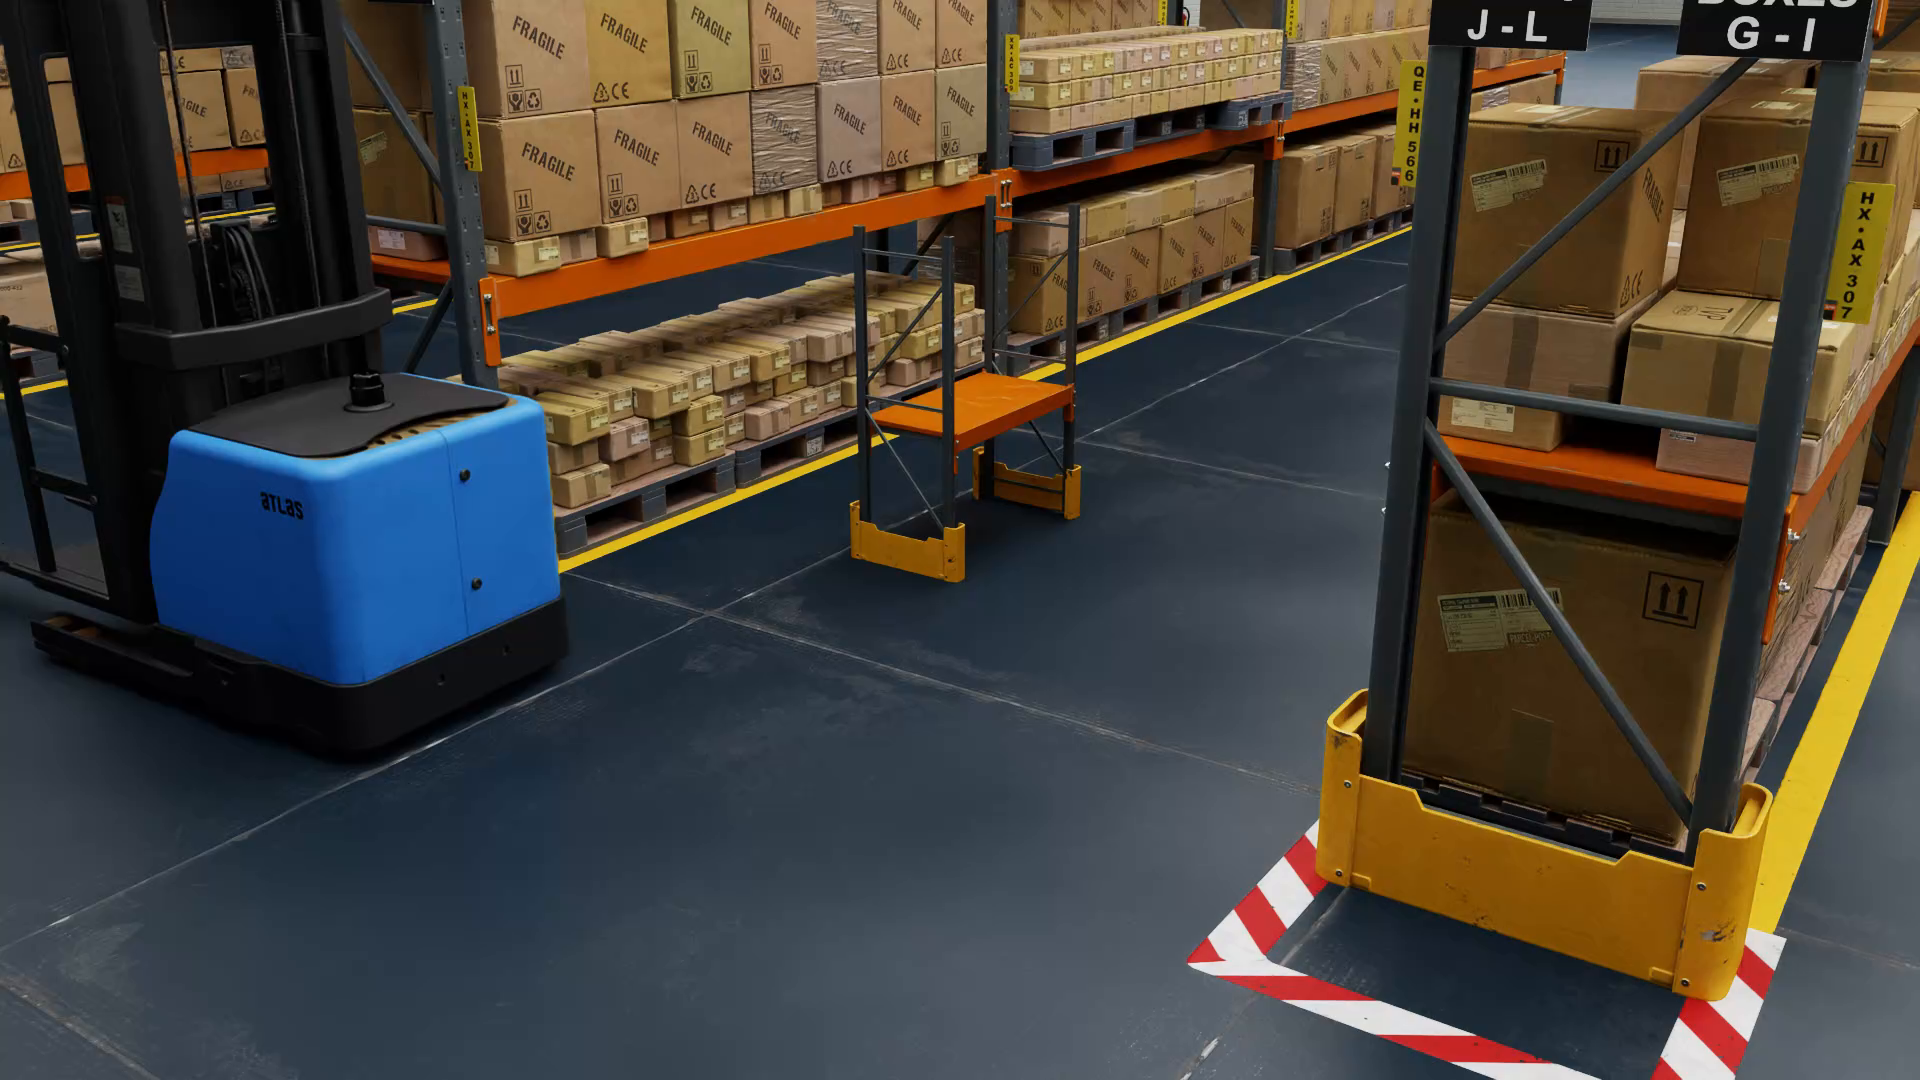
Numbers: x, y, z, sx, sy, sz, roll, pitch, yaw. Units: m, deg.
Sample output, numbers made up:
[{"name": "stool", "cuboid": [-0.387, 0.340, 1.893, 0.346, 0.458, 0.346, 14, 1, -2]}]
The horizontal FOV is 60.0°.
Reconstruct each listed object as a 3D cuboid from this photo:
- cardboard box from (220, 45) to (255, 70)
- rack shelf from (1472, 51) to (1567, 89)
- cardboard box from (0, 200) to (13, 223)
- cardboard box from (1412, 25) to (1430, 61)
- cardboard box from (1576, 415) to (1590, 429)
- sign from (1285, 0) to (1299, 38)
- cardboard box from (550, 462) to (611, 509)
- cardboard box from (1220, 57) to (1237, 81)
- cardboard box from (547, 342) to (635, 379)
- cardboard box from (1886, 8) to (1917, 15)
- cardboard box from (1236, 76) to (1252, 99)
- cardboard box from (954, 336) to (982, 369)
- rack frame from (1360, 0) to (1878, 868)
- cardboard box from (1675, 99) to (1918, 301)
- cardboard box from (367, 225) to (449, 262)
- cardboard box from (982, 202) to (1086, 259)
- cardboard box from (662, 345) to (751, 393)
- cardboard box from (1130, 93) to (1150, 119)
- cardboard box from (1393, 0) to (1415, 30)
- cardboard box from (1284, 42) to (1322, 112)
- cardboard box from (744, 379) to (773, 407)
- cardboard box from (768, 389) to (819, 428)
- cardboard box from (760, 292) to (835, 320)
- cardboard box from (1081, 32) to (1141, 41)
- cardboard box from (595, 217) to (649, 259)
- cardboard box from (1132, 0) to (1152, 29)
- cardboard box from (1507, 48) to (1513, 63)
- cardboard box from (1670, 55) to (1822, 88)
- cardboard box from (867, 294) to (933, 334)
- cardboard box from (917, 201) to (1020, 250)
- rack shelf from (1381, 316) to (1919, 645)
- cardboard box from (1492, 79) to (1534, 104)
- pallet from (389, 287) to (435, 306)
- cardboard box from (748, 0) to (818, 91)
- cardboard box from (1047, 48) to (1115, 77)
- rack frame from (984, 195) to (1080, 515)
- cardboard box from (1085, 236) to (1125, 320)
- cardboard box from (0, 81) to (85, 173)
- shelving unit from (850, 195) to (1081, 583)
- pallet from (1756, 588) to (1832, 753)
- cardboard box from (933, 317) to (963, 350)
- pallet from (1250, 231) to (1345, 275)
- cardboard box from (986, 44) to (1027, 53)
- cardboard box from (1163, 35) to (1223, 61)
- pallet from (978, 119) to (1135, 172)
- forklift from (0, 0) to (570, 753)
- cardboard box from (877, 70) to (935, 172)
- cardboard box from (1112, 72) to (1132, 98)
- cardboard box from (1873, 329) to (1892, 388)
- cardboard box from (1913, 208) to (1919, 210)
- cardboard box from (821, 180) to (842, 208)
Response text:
[{"name": "cardboard box", "cuboid": [-4.909, -3.451, 11.187, 0.500, 0.500, 0.500, 14, 24, 33]}, {"name": "rack shelf", "cuboid": [5.470, -5.012, 18.028, 1.077, 0.370, 4.000, 13, 24, 32]}, {"name": "cardboard box", "cuboid": [-8.680, -2.979, 14.830, 0.396, 0.266, 0.258, 14, 25, 34]}, {"name": "cardboard box", "cuboid": [4.274, -4.621, 15.789, 0.500, 0.500, 0.500, 13, 24, 32]}, {"name": "cardboard box", "cuboid": [1.718, -0.460, 5.046, 0.380, 0.149, 0.250, 14, 24, 32]}, {"name": "sign", "cuboid": [2.551, -4.031, 12.783, 0.100, 0.325, 0.005, 13, 24, 32]}, {"name": "cardboard box", "cuboid": [-1.840, -0.280, 7.703, 0.380, 0.149, 0.250, 14, 24, 33]}, {"name": "cardboard box", "cuboid": [1.761, -3.392, 11.938, 0.380, 0.149, 0.250, 13, 24, 32]}, {"name": "cardboard box", "cuboid": [-1.885, -0.895, 8.507, 0.380, 0.149, 0.250, 12, 24, 30]}, {"name": "cardboard box", "cuboid": [4.642, -2.381, 8.288, 0.797, 0.503, 0.637, 14, 24, 32]}, {"name": "cardboard box", "cuboid": [1.915, -3.331, 12.204, 0.380, 0.149, 0.250, 14, 24, 33]}, {"name": "cardboard box", "cuboid": [-0.090, -1.161, 10.085, 0.380, 0.149, 0.250, 14, 24, 32]}, {"name": "rack frame", "cuboid": [1.645, -0.336, 4.351, 1.000, 3.000, 0.127, 13, 24, 32]}, {"name": "cardboard box", "cuboid": [2.420, -0.986, 4.813, 0.500, 0.500, 0.500, 13, 24, 31]}, {"name": "cardboard box", "cuboid": [-2.450, -1.363, 7.490, 0.380, 0.149, 0.250, 13, 24, 32]}, {"name": "cardboard box", "cuboid": [0.483, -2.017, 10.811, 0.500, 0.250, 0.500, 12, 23, 29]}, {"name": "cardboard box", "cuboid": [-1.287, -0.871, 8.441, 0.380, 0.149, 0.250, 14, 25, 34]}, {"name": "cardboard box", "cuboid": [1.030, -2.879, 10.982, 0.380, 0.149, 0.250, 12, 23, 29]}, {"name": "cardboard box", "cuboid": [3.784, -5.000, 15.373, 0.700, 0.500, 0.500, 13, 24, 31]}, {"name": "cardboard box", "cuboid": [2.573, -3.751, 13.438, 0.500, 0.500, 0.500, 14, 24, 32]}, {"name": "cardboard box", "cuboid": [-1.205, -0.820, 8.734, 0.380, 0.149, 0.250, 15, 25, 35]}, {"name": "cardboard box", "cuboid": [-0.982, -0.727, 8.910, 0.380, 0.149, 0.250, 13, 24, 32]}, {"name": "cardboard box", "cuboid": [-0.949, -1.332, 9.688, 0.380, 0.149, 0.250, 13, 24, 30]}, {"name": "cardboard box", "cuboid": [1.087, -3.590, 12.047, 0.380, 0.149, 0.250, 15, 25, 34]}, {"name": "cardboard box", "cuboid": [-1.642, -1.392, 7.566, 0.380, 0.149, 0.250, 12, 24, 30]}, {"name": "cardboard box", "cuboid": [2.081, -6.694, 20.965, 0.500, 0.500, 0.500, 13, 24, 32]}, {"name": "cardboard box", "cuboid": [5.450, -5.420, 17.878, 0.875, 0.550, 0.500, 13, 24, 32]}, {"name": "cardboard box", "cuboid": [3.130, -1.678, 6.683, 0.500, 0.500, 0.500, 13, 24, 32]}, {"name": "cardboard box", "cuboid": [-0.381, -1.313, 9.636, 0.380, 0.149, 0.250, 13, 24, 31]}, {"name": "cardboard box", "cuboid": [0.058, -2.120, 11.088, 0.500, 0.250, 0.500, 13, 24, 30]}, {"name": "rack shelf", "cuboid": [2.770, -0.573, 6.027, 1.077, 0.370, 4.000, 13, 24, 32]}, {"name": "cardboard box", "cuboid": [5.775, -4.664, 18.506, 0.875, 0.875, 0.875, 13, 24, 31]}, {"name": "pallet", "cuboid": [-4.794, -1.906, 12.613, 1.003, 0.211, 1.213, 13, 24, 32]}, {"name": "cardboard box", "cuboid": [-1.055, -2.503, 8.193, 0.500, 0.500, 0.500, 12, 24, 30]}, {"name": "cardboard box", "cuboid": [0.749, -3.016, 10.494, 0.380, 0.149, 0.250, 14, 24, 32]}, {"name": "rack frame", "cuboid": [0.334, -0.874, 7.965, 0.500, 1.500, 0.032, 13, 24, 32]}, {"name": "cardboard box", "cuboid": [0.780, -1.817, 11.352, 0.500, 0.500, 0.500, 15, 25, 34]}, {"name": "cardboard box", "cuboid": [-5.782, -2.548, 10.186, 0.500, 0.500, 0.500, 13, 24, 31]}, {"name": "shelving unit", "cuboid": [0.043, -0.725, 7.564, 0.587, 1.500, 1.083, 13, 24, 32]}, {"name": "pallet", "cuboid": [2.717, 0.378, 6.438, 1.003, 0.211, 1.213, 13, 24, 32]}, {"name": "cardboard box", "cuboid": [-0.207, -1.247, 9.888, 0.380, 0.149, 0.250, 12, 23, 29]}, {"name": "pallet", "cuboid": [2.603, -2.532, 14.305, 1.003, 0.211, 1.213, 13, 24, 32]}, {"name": "cardboard box", "cuboid": [0.210, -3.143, 10.837, 0.380, 0.149, 0.250, 12, 24, 30]}, {"name": "cardboard box", "cuboid": [1.623, -3.464, 11.705, 0.380, 0.149, 0.250, 13, 24, 32]}, {"name": "pallet", "cuboid": [0.399, -2.581, 10.696, 1.003, 0.211, 1.213, 13, 24, 32]}, {"name": "forklift", "cuboid": [-3.020, -1.013, 6.279, 3.031, 2.935, 1.130, 12, 24, 30]}, {"name": "cardboard box", "cuboid": [-0.482, -2.324, 9.151, 0.500, 0.500, 0.500, 13, 24, 30]}, {"name": "cardboard box", "cuboid": [0.885, -2.946, 10.733, 0.380, 0.149, 0.250, 12, 24, 30]}, {"name": "cardboard box", "cuboid": [2.839, -0.625, 5.494, 0.380, 0.149, 0.250, 13, 24, 31]}, {"name": "cardboard box", "cuboid": [3.574, -1.226, 6.544, 0.500, 0.250, 0.500, 14, 25, 33]}, {"name": "cardboard box", "cuboid": [-0.853, -1.859, 8.829, 0.380, 0.149, 0.250, 13, 24, 31]}]
